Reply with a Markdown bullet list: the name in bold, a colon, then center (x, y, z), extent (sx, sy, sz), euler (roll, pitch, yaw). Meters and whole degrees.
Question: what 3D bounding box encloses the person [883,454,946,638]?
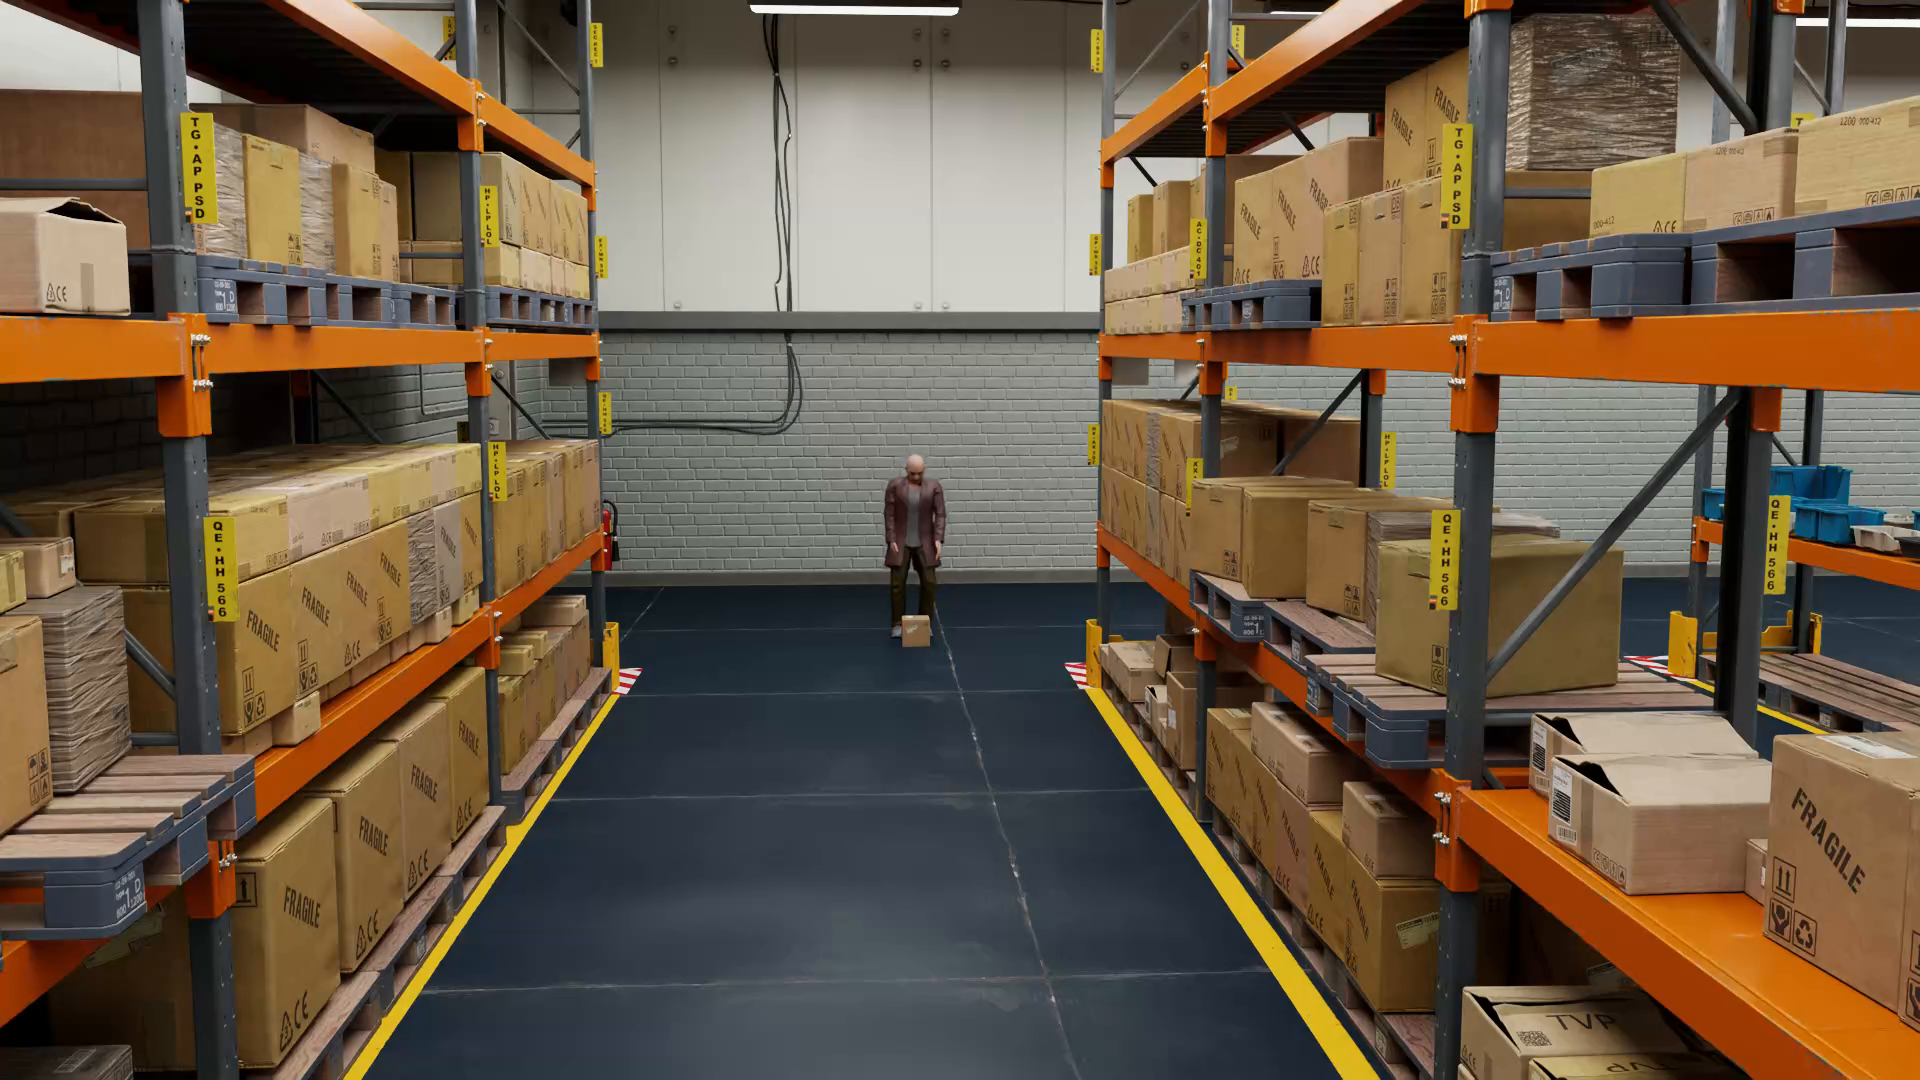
- **person**: center (-0.423, 0.055, 15.633), extent (0.591, 1.718, 0.432), euler (0, 7, -2)
